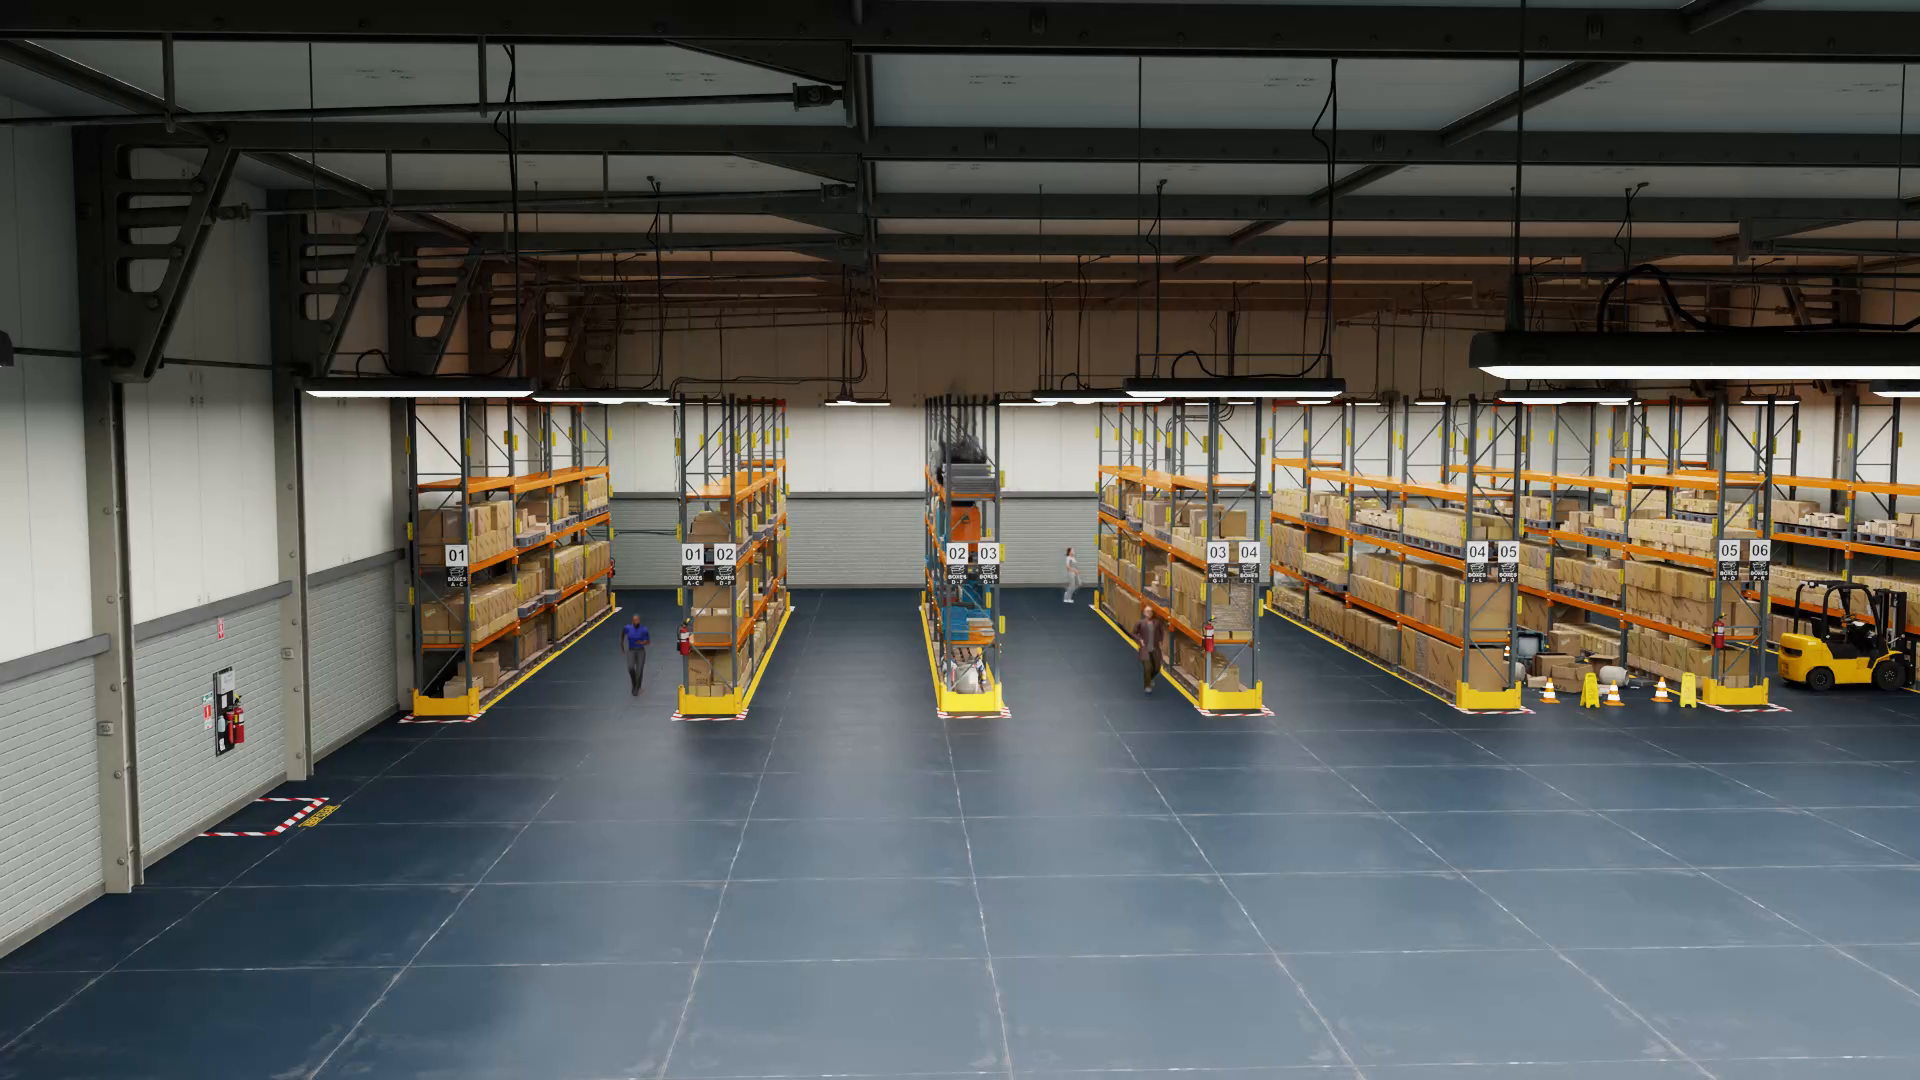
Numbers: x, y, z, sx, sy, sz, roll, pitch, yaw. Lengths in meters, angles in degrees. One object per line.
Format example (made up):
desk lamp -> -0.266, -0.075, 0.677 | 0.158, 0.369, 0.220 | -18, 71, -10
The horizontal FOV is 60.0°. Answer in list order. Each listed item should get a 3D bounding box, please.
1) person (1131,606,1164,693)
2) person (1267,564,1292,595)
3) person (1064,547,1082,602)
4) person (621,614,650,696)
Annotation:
person -> 3.812, 2.205, 33.526 | 0.705, 1.727, 0.661 | -1, 5, -9
person -> 9.500, 0.961, 49.318 | 0.985, 1.753, 0.725 | -2, 5, -27
person -> 3.332, 1.028, 49.163 | 0.520, 1.629, 0.577 | 2, 5, 22
person -> -6.467, 2.289, 33.144 | 0.603, 1.626, 0.792 | 0, 5, -4
